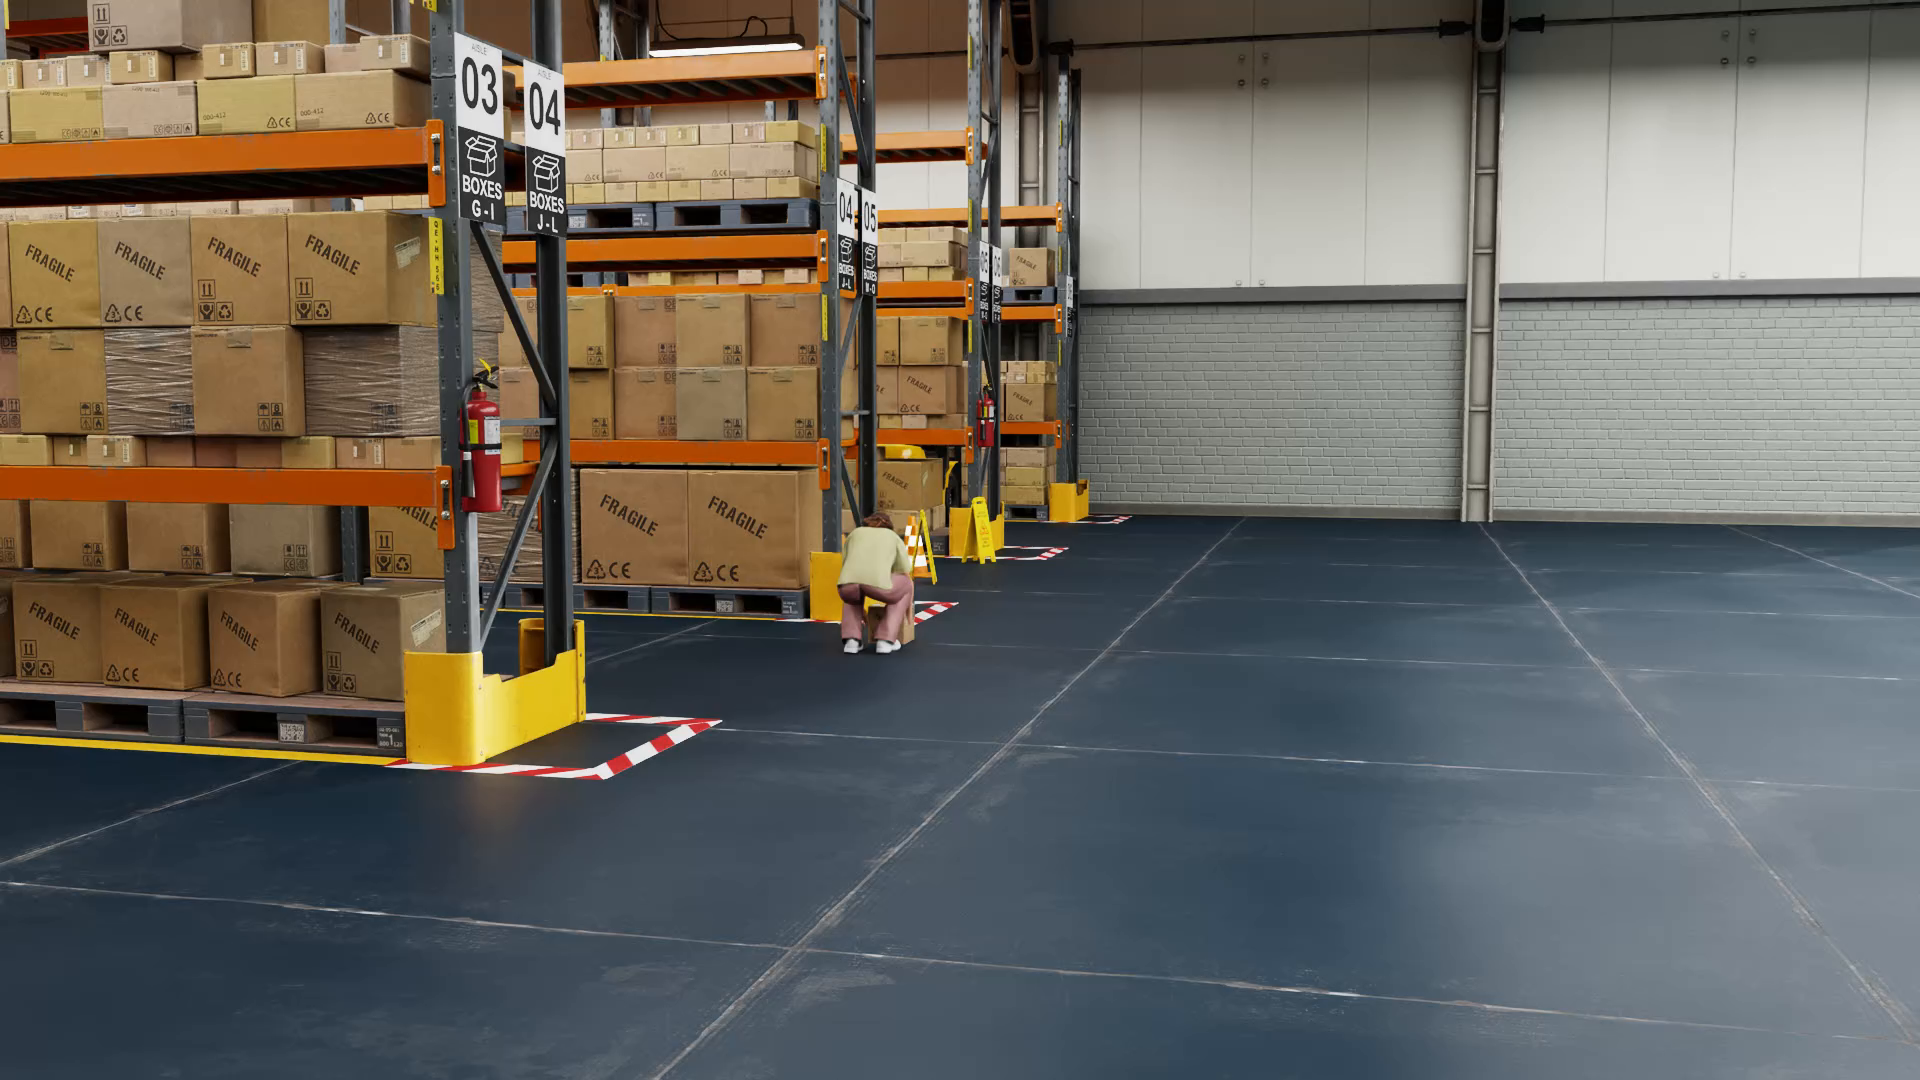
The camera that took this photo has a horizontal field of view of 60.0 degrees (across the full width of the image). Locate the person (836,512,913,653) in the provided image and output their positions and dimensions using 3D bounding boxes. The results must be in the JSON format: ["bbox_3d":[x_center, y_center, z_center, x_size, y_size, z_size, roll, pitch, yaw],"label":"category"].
[{"bbox_3d":[-0.571,0.274,10.755,0.478,0.873,0.801,1,5,14],"label":"person"}]
